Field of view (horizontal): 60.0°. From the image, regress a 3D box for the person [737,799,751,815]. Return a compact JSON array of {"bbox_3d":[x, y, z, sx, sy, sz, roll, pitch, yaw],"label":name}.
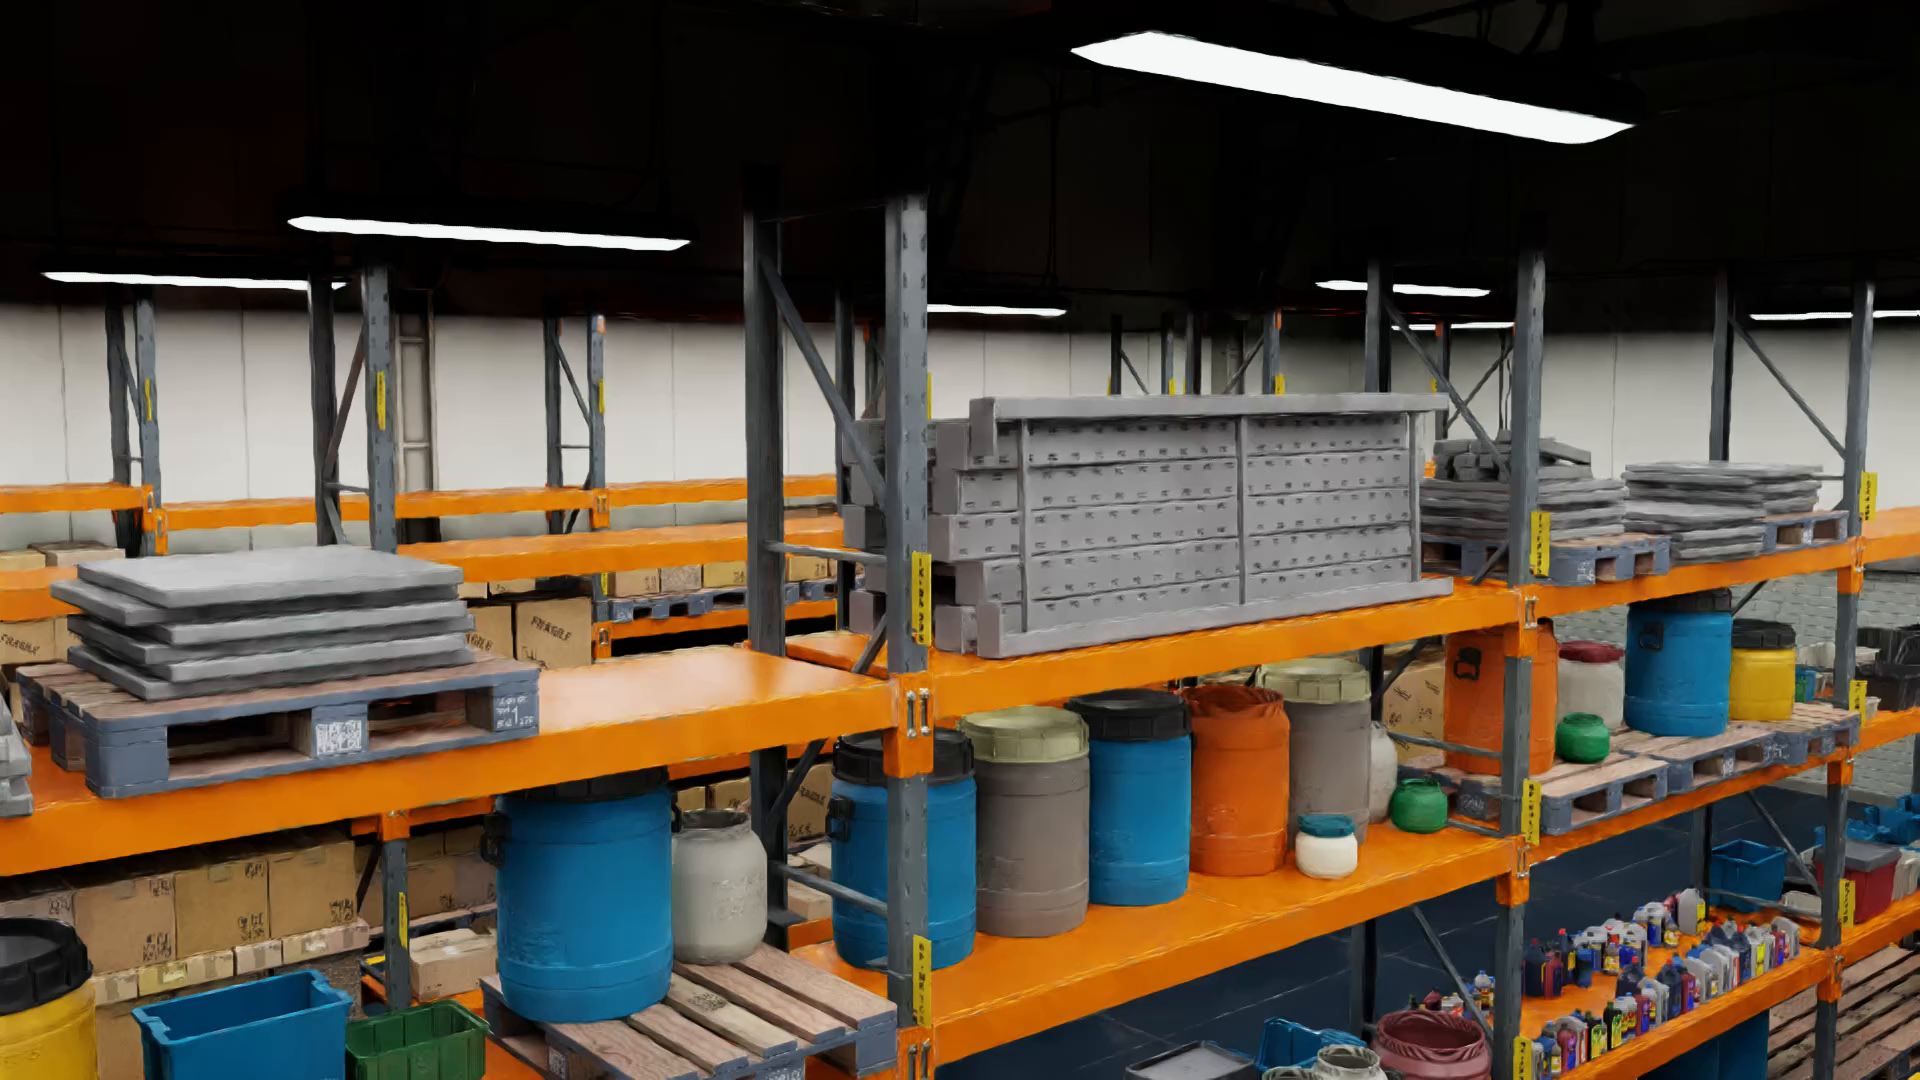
[{"bbox_3d":[-1.734,2.978,14.011,1.111,1.641,0.544,-4,7,-37],"label":"person"}]
